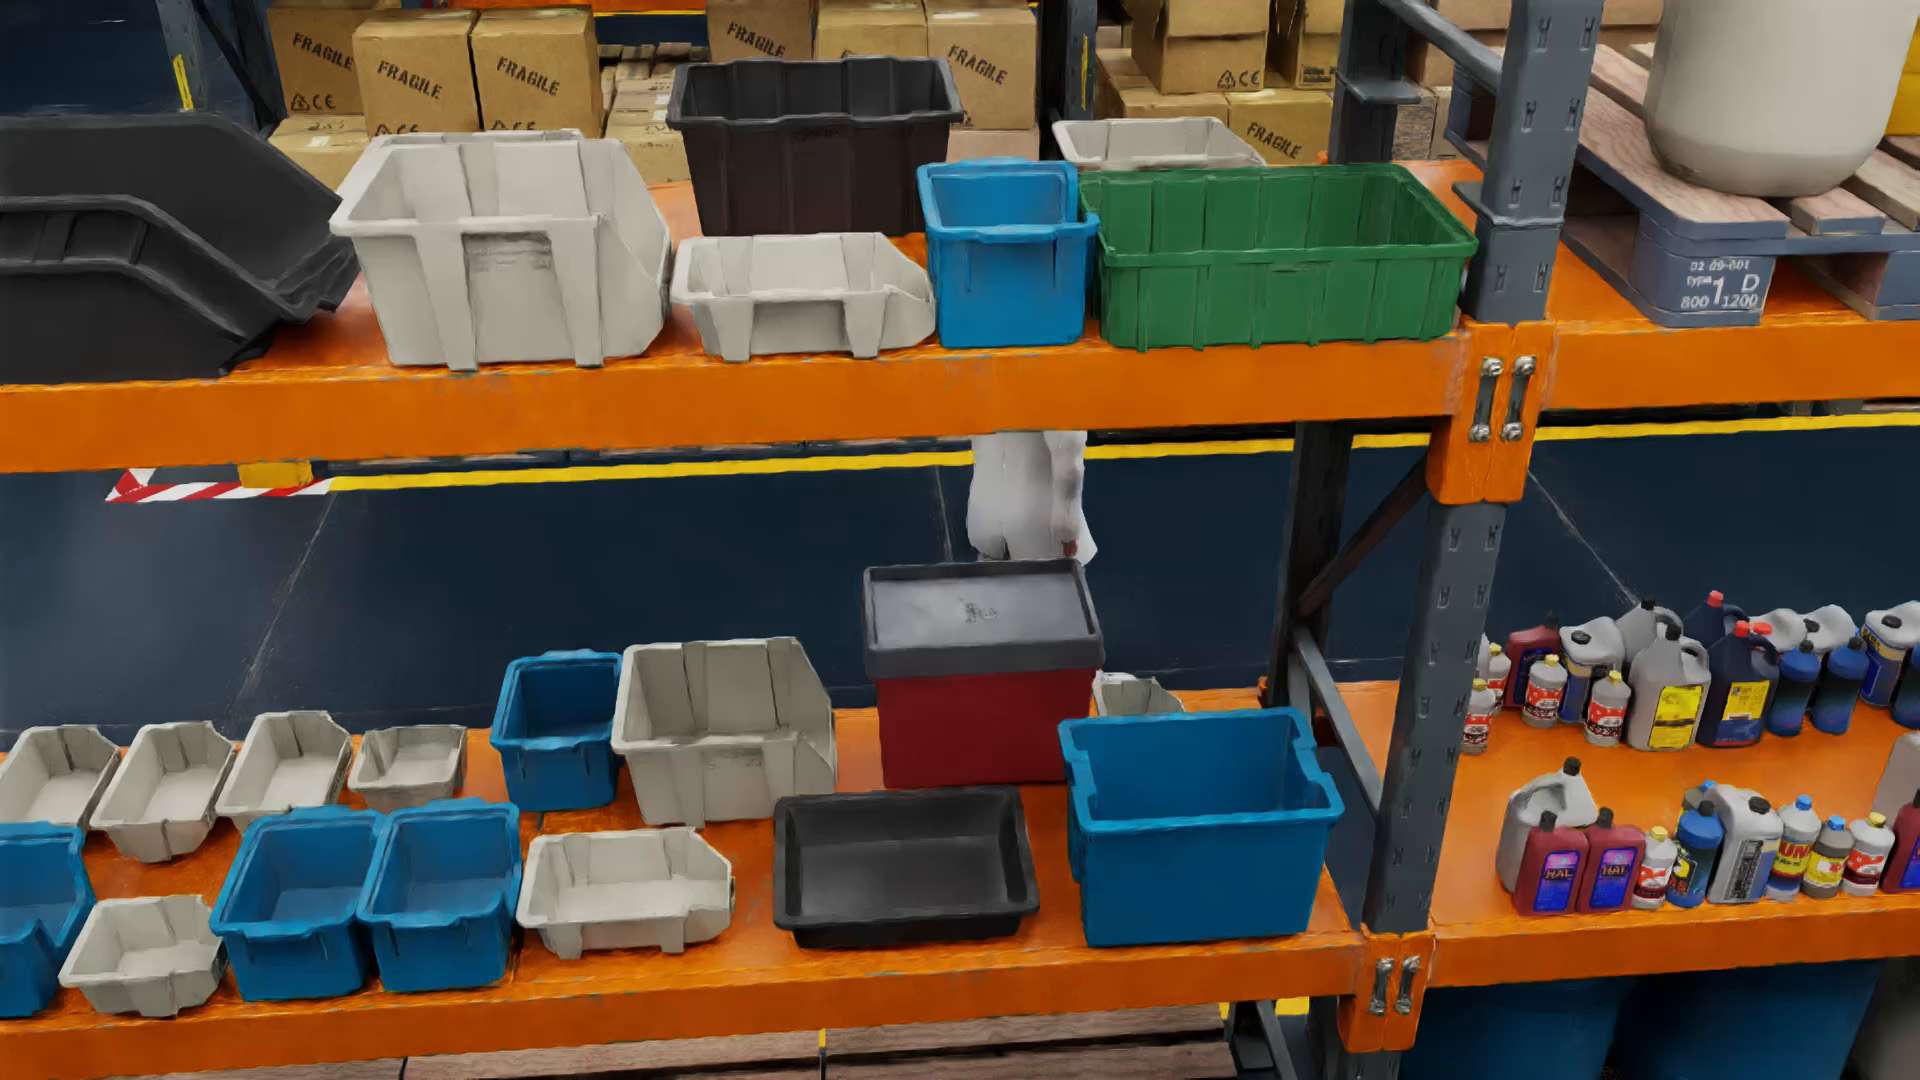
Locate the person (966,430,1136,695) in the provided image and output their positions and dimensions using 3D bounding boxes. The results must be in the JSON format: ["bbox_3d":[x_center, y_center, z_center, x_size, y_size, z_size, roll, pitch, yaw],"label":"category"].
[{"bbox_3d":[0.253,-0.116,6.311,0.695,1.769,0.704,22,37,32],"label":"person"}]
